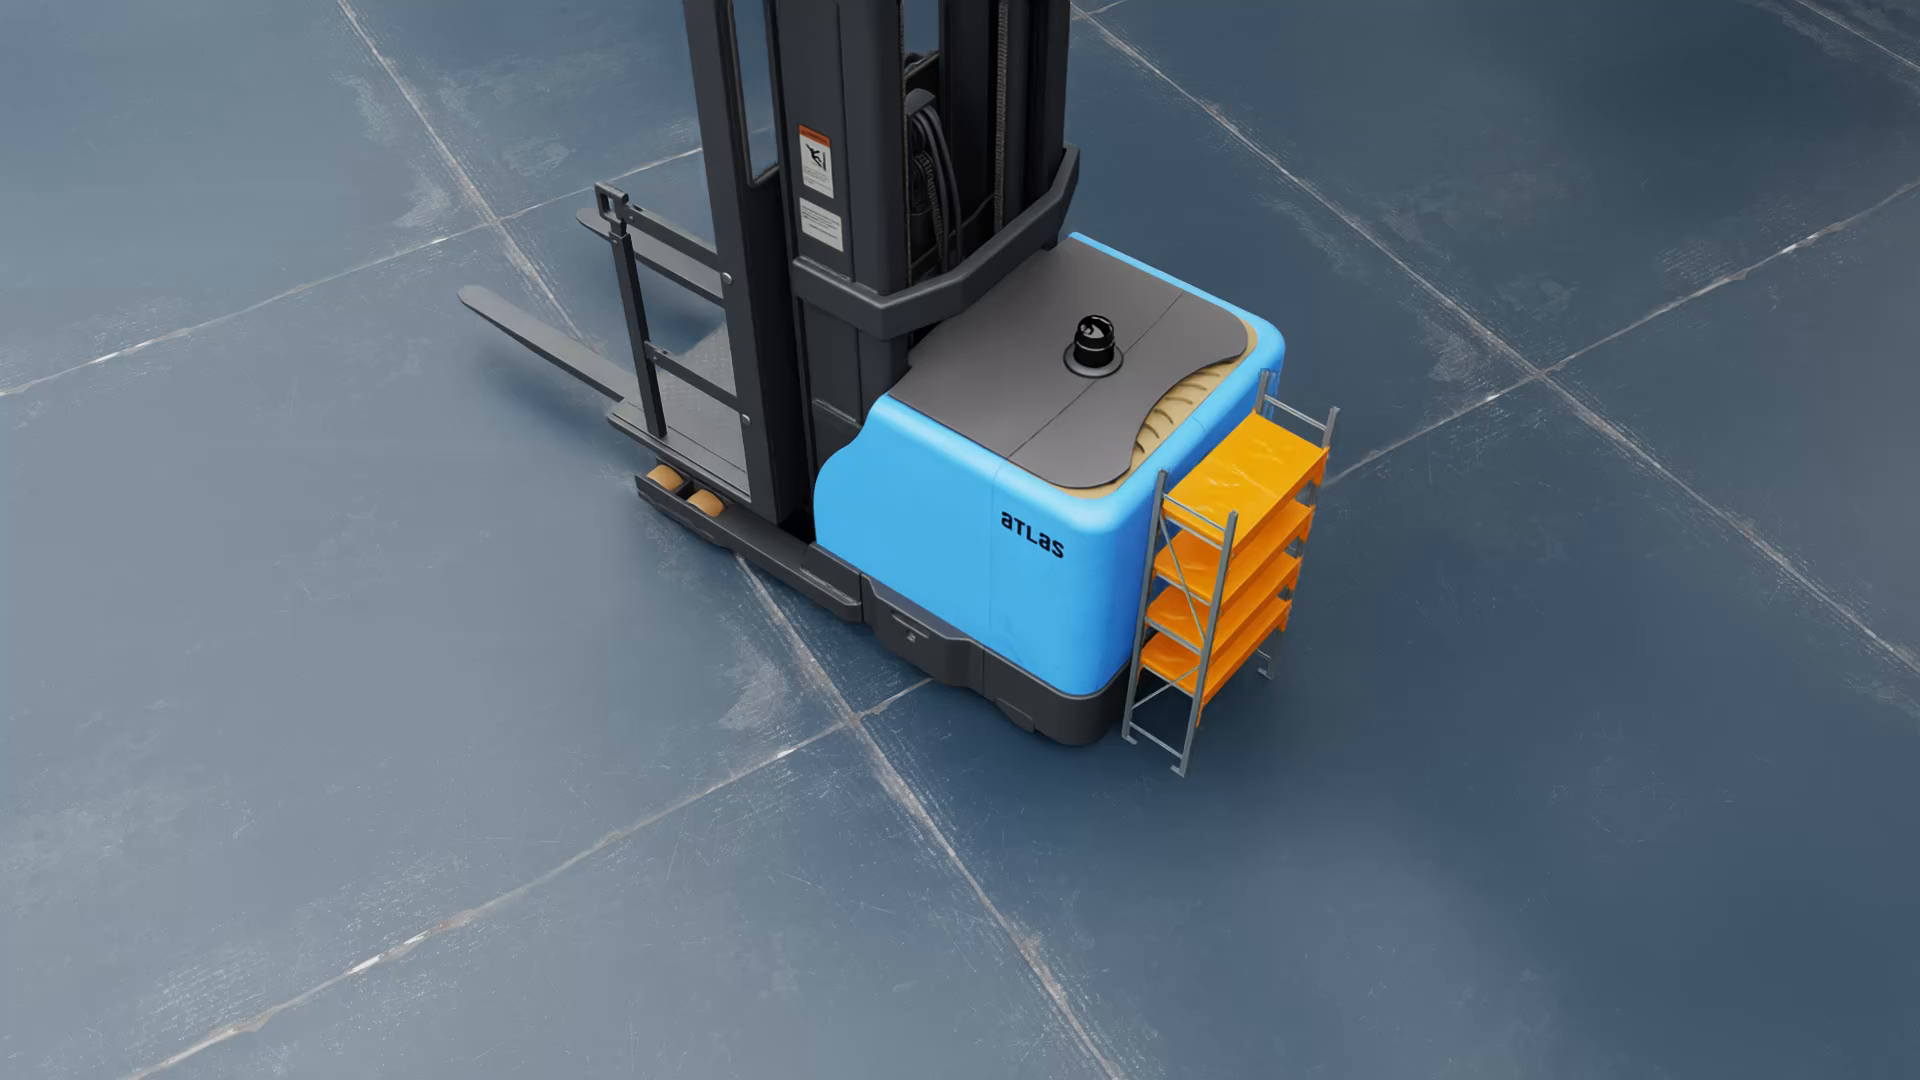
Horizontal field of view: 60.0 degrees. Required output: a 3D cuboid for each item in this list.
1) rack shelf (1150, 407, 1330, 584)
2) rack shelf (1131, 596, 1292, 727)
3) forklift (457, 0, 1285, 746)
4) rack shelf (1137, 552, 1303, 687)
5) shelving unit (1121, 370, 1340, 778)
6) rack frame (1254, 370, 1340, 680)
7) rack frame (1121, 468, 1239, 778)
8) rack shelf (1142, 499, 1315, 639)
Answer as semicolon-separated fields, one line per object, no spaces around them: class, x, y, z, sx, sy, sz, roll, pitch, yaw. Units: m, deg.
rack shelf;0.763;-0.127;4.532;0.258;0.148;0.480;32;56;25
rack shelf;0.759;0.308;5.027;0.258;0.148;0.480;32;56;25
forklift;-0.504;-1.266;4.915;3.031;2.935;1.130;30;55;24
rack shelf;0.760;0.177;4.878;0.258;0.148;0.480;32;56;25
shelving unit;0.761;0.132;4.827;0.258;1.200;0.503;32;56;25
rack frame;0.917;-0.008;4.952;0.240;1.200;0.015;32;56;25
rack frame;0.604;0.272;4.702;0.240;1.200;0.015;32;56;25
rack shelf;0.762;0.029;4.710;0.258;0.148;0.480;32;56;25
